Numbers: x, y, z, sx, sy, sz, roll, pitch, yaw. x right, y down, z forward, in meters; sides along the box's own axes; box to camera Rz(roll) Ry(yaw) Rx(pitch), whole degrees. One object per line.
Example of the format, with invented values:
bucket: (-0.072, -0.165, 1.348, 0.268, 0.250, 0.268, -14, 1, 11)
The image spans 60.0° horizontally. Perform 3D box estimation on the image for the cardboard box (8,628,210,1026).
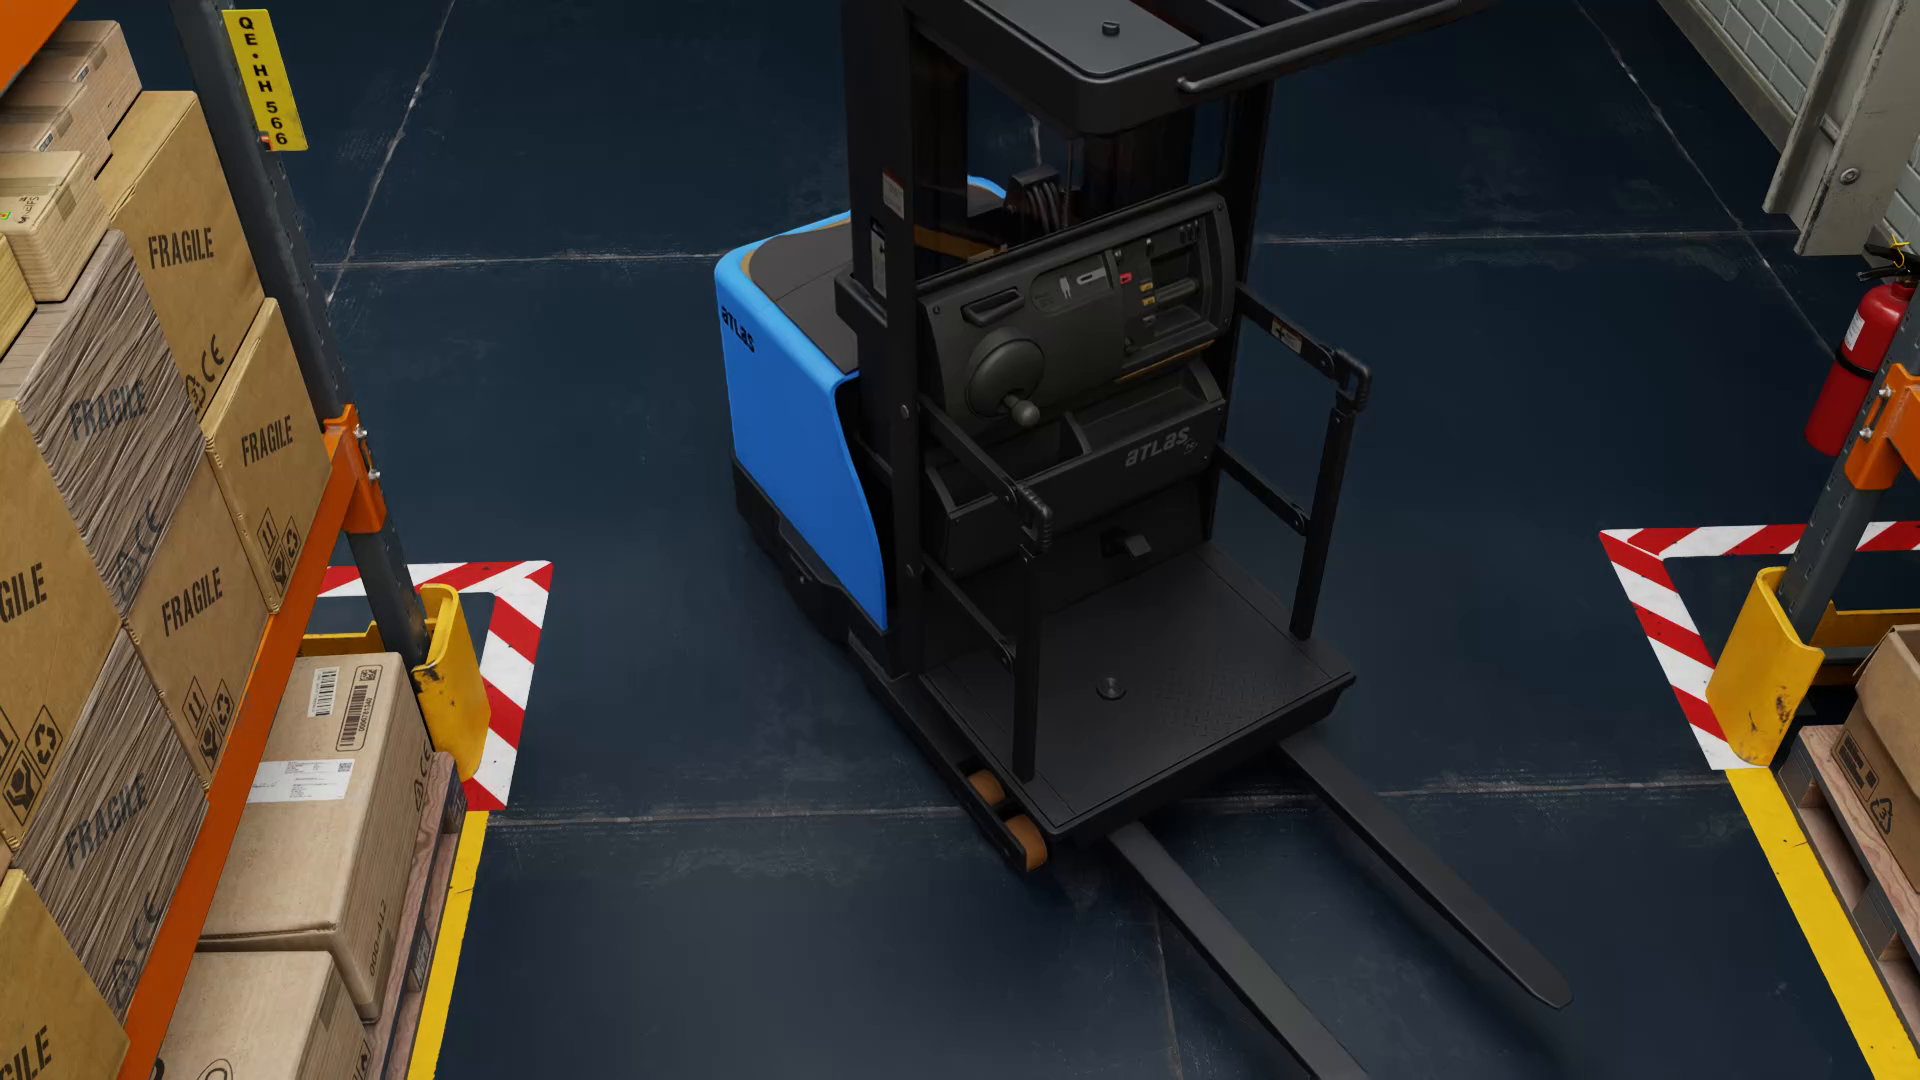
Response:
cardboard box: (-1.712, 0.506, 2.905, 0.500, 0.500, 0.500, -1, 43, -1)

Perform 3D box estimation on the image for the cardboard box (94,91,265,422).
cardboard box: (-1.777, -0.549, 3.315, 0.500, 0.500, 0.500, 0, 43, 0)

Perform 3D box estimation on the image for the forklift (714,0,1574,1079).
forklift: (0.443, -0.506, 4.133, 1.130, 2.935, 3.031, -23, 47, -23)

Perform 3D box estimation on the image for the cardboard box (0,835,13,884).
cardboard box: (-1.688, 0.477, 2.196, 0.500, 0.500, 0.500, -2, 43, -2)

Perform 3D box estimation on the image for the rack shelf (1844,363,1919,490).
rack shelf: (3.009, 1.009, 2.962, 1.077, 0.370, 4.000, -2, 43, -2)

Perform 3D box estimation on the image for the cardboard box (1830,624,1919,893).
cardboard box: (2.855, 0.574, 4.440, 0.797, 0.503, 0.637, -3, 43, -3)

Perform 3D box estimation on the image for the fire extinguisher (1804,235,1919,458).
fire extinguisher: (2.456, -0.527, 4.438, 0.296, 0.674, 0.183, -2, 43, -2)

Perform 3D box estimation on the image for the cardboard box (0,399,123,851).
cardboard box: (-1.708, 0.137, 2.566, 0.500, 0.500, 0.500, -2, 43, -2)

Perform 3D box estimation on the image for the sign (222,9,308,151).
sign: (-1.492, -0.982, 3.569, 0.100, 0.325, 0.005, -2, 43, -2)

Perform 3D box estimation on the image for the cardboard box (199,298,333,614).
cardboard box: (-1.750, -0.181, 3.653, 0.500, 0.500, 0.500, -1, 43, -2)

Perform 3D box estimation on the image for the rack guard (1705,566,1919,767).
rack guard: (2.927, 0.366, 4.981, 1.175, 0.500, 0.348, -2, 43, -2)

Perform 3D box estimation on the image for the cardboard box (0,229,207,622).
cardboard box: (-1.725, -0.197, 2.931, 0.500, 0.500, 0.500, -2, 43, -2)

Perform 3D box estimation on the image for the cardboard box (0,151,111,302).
cardboard box: (-1.690, -0.527, 2.811, 0.380, 0.149, 0.250, -2, 43, -2)

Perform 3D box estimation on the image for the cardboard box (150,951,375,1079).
cardboard box: (-1.860, 1.388, 3.601, 0.875, 0.438, 0.875, -1, 43, -1)

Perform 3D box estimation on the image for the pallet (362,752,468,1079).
pallet: (-1.923, 1.104, 4.390, 1.003, 0.211, 1.213, -2, 43, -2)

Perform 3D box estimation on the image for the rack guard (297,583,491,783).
rack guard: (-2.036, 0.443, 4.896, 1.175, 0.500, 0.348, -2, 43, -2)

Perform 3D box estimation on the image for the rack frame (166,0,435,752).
rack frame: (-2.035, -0.462, 4.034, 1.000, 3.000, 0.127, -2, 43, -2)

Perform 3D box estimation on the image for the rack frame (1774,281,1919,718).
rack frame: (2.924, -0.607, 4.192, 1.000, 3.000, 0.127, -2, 43, -2)

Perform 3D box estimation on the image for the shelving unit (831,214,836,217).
shelving unit: (-0.278, -0.748, 5.900, 0.258, 0.900, 0.210, -23, 47, -23)

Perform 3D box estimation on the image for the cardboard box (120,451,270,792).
cardboard box: (-1.744, 0.159, 3.283, 0.500, 0.500, 0.500, -2, 43, -3)

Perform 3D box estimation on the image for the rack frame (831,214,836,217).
rack frame: (-0.333, -0.806, 5.963, 0.240, 0.900, 0.006, -23, 47, -23)

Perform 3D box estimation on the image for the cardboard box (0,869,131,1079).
cardboard box: (-1.677, 0.854, 2.525, 0.500, 0.500, 0.500, 0, 43, -1)

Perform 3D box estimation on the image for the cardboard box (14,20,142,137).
cardboard box: (-1.820, -0.870, 3.185, 0.380, 0.149, 0.250, -1, 43, -1)

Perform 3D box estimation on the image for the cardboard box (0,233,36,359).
cardboard box: (-1.720, -0.356, 2.625, 0.380, 0.149, 0.250, -1, 43, -1)

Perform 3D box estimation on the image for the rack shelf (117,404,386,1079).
rack shelf: (-1.950, 1.154, 2.804, 1.077, 0.370, 4.000, -2, 43, -2)

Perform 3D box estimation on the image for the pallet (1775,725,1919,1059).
pallet: (2.962, 1.011, 4.491, 1.003, 0.211, 1.213, -2, 43, -2)

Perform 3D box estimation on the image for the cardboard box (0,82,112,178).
cardboard box: (-1.785, -0.699, 2.999, 0.380, 0.149, 0.250, -1, 43, -1)

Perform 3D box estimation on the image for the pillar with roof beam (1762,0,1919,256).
pillar with roof beam: (-0.591, -4.541, 4.044, 9.100, 9.000, 0.400, -2, 43, -2)

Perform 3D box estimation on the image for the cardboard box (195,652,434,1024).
cardboard box: (-1.907, 0.771, 4.275, 0.875, 0.438, 0.875, -3, 43, -3)
